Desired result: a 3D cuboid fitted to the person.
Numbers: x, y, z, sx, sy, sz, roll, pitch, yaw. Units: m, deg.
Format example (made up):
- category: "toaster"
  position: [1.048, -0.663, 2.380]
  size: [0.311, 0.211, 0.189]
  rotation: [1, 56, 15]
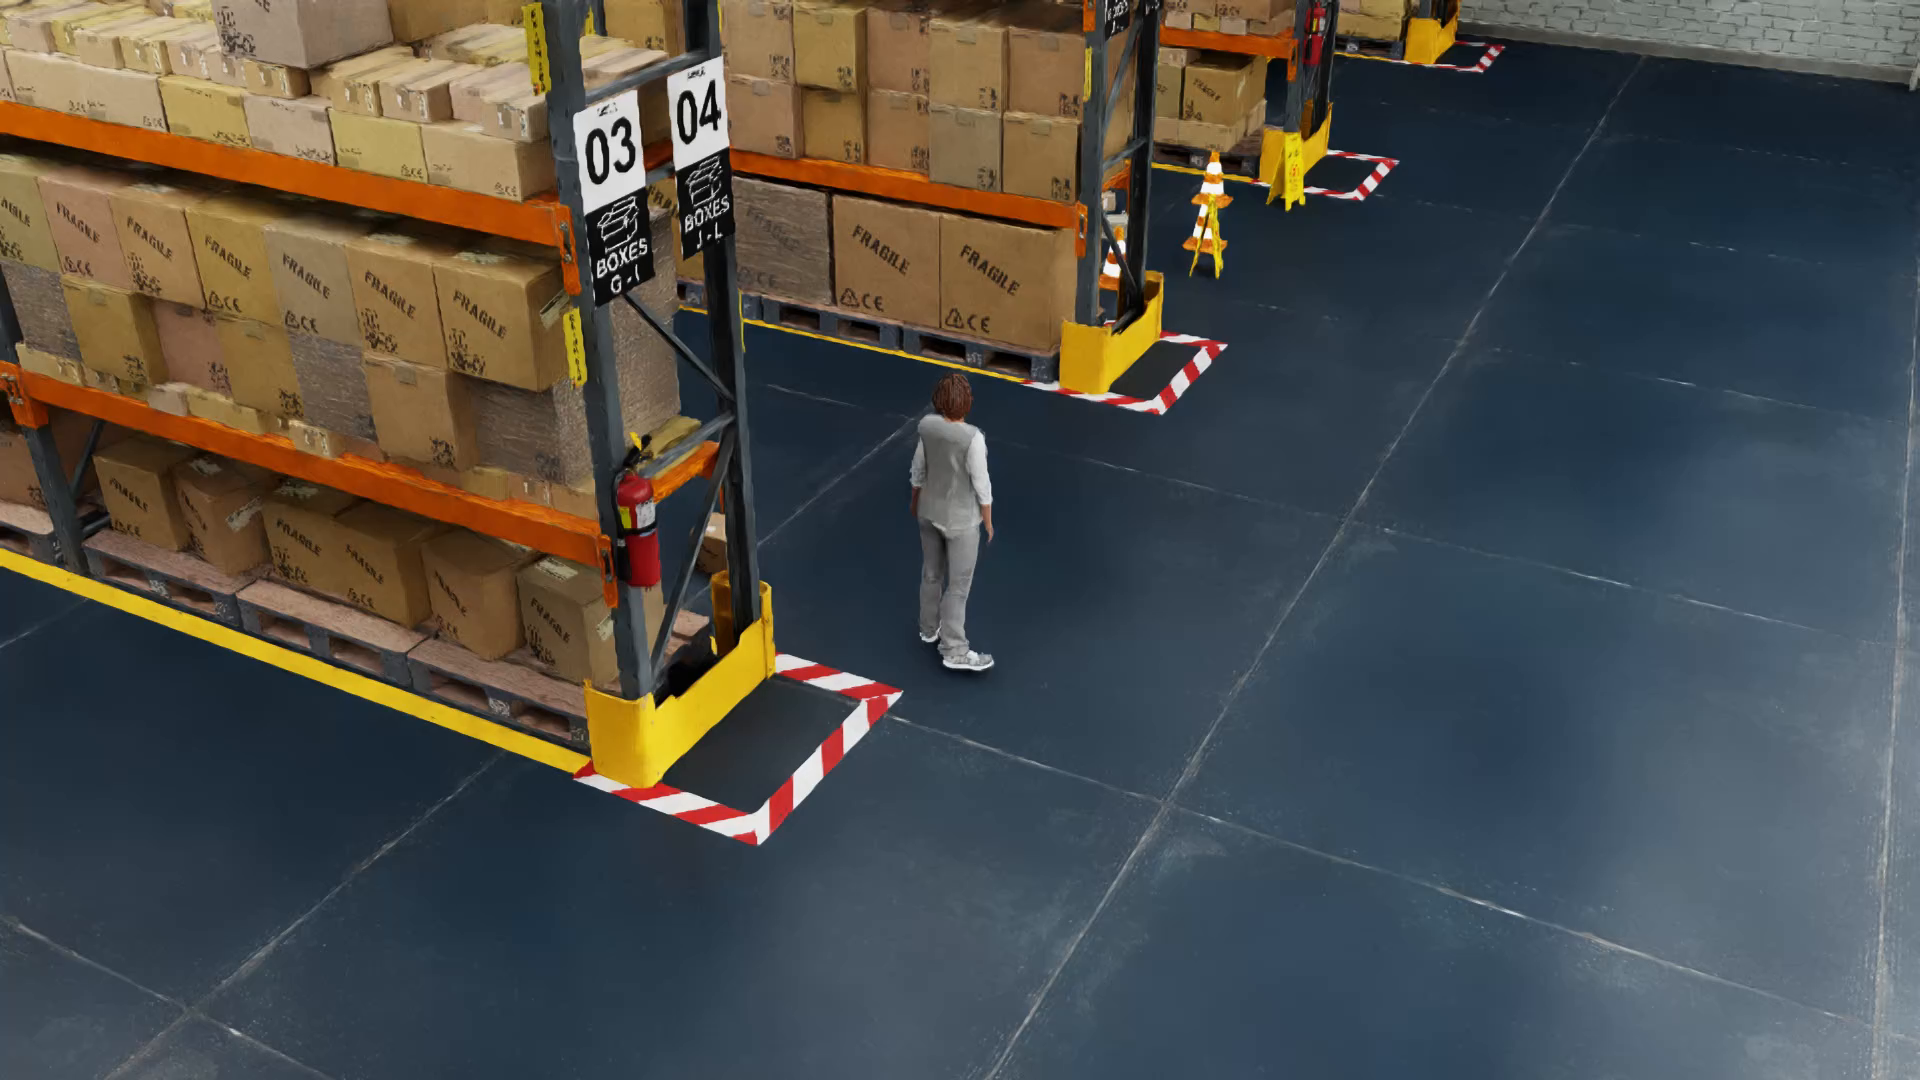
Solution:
- category: "person"
  position: [-0.042, -0.115, 8.433]
  size: [0.558, 1.598, 0.368]
  rotation: [22, 37, 32]
